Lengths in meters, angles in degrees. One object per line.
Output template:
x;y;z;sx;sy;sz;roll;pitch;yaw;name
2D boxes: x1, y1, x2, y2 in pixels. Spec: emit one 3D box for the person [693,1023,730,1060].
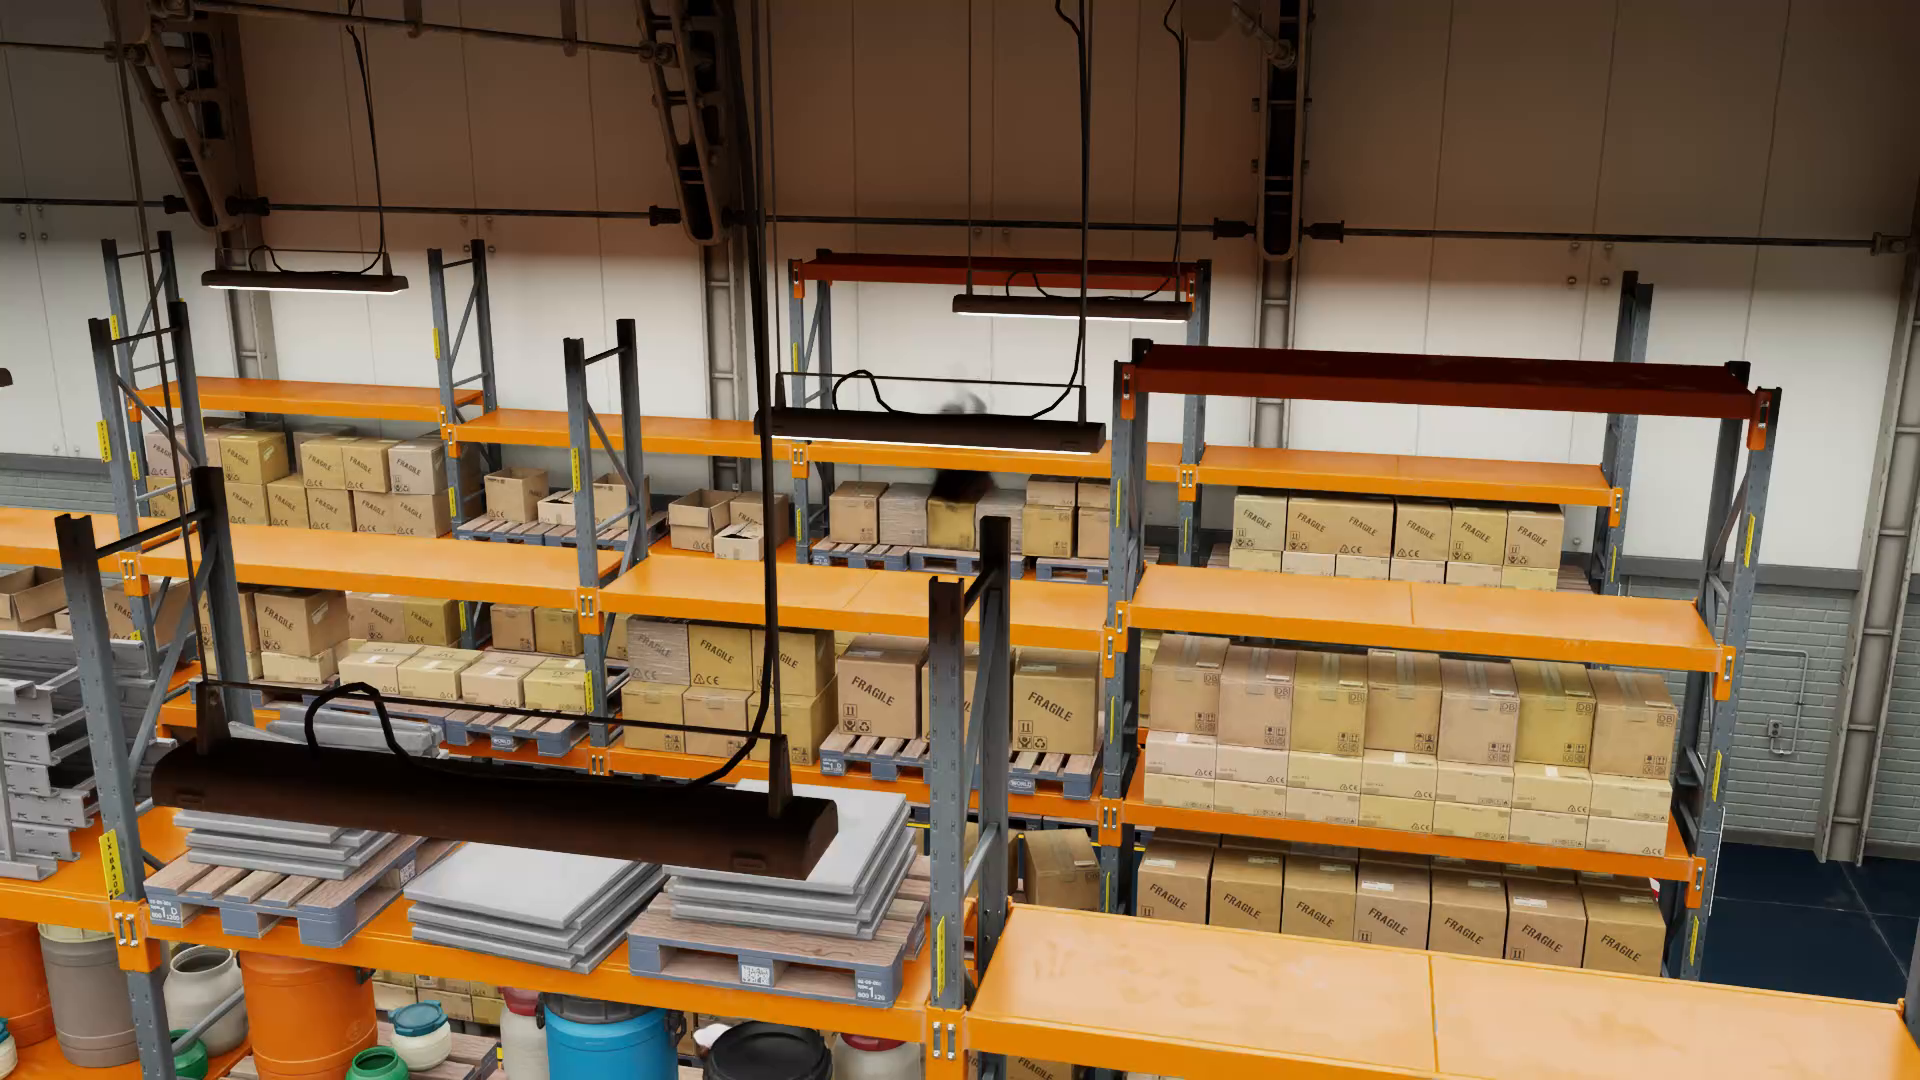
-1.583;4.078;11.349;0.718;1.744;0.711;2;16;8;person
